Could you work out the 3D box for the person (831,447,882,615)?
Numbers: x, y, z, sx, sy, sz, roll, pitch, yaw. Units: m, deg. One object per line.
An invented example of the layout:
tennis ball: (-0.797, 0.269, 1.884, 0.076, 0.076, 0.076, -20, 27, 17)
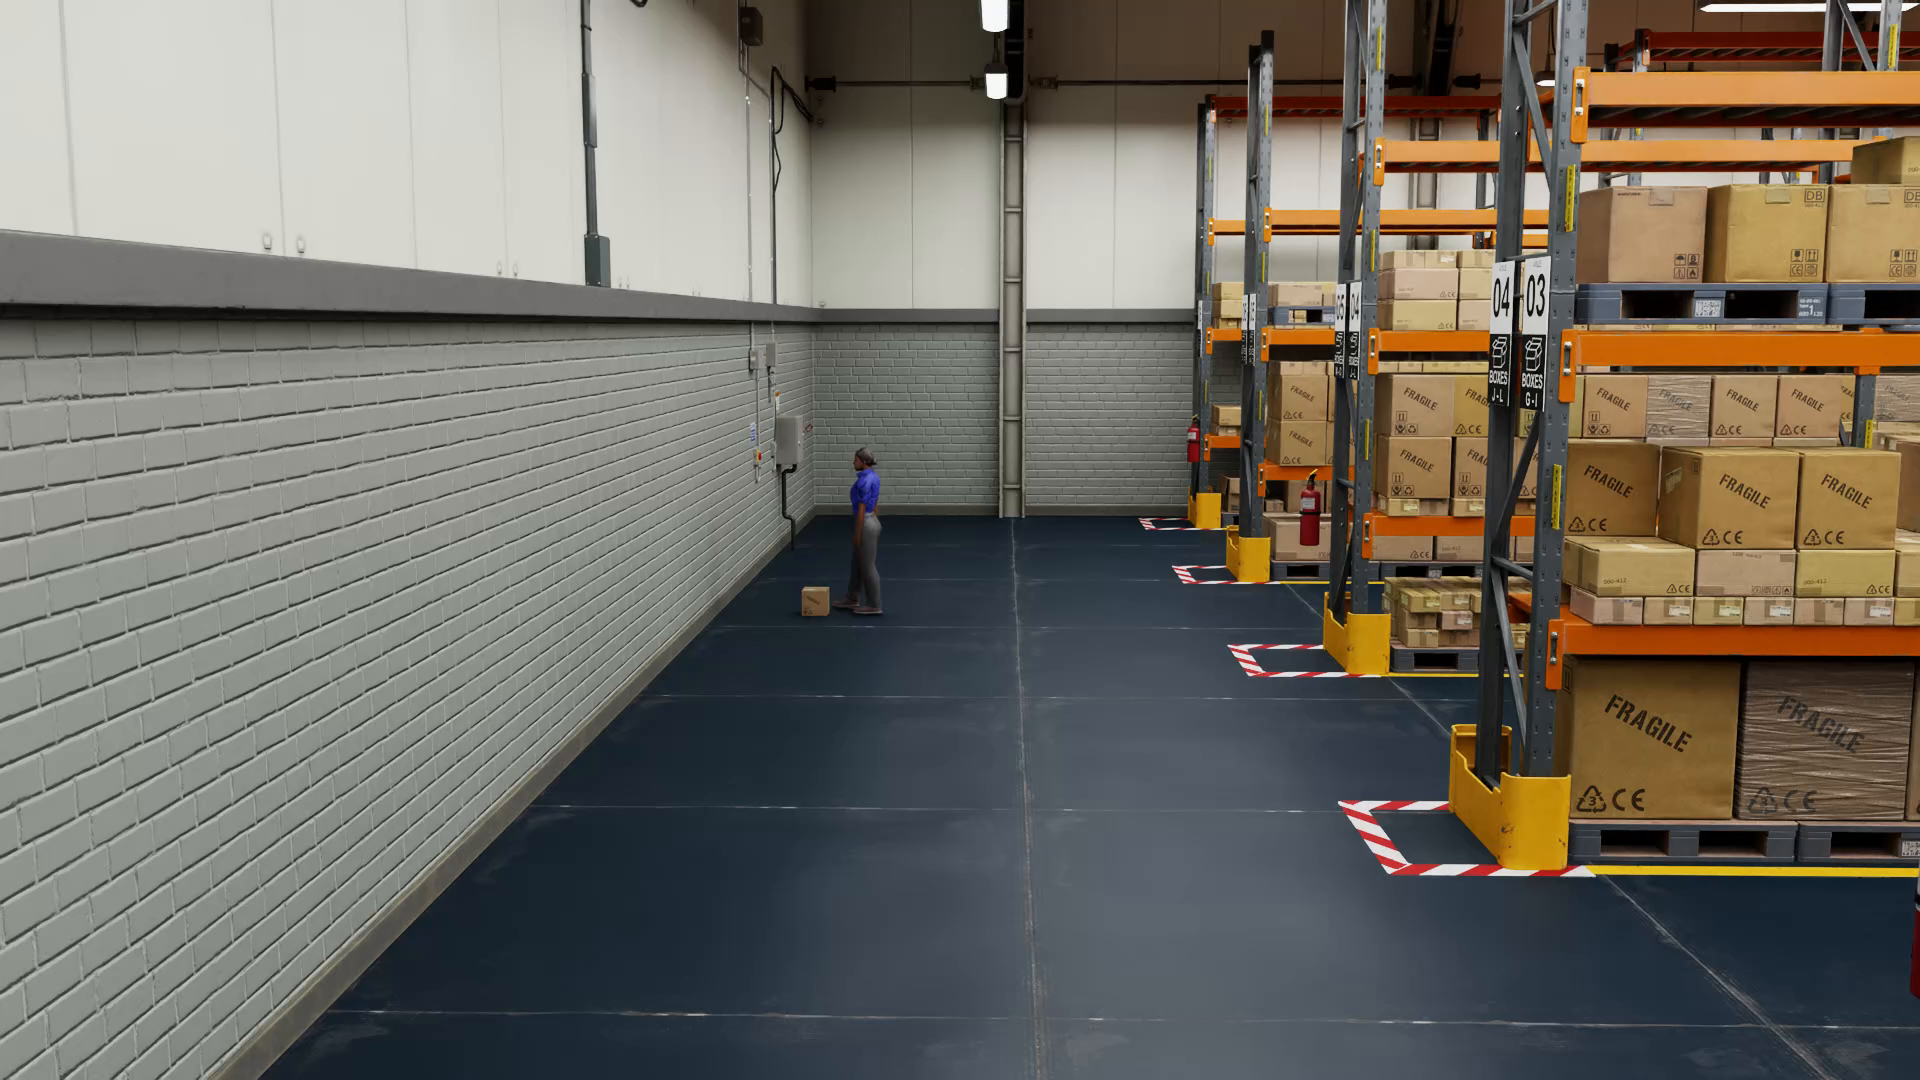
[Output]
person: (-1.046, -0.102, 16.509, 0.585, 1.653, 0.496, 1, 7, 8)
